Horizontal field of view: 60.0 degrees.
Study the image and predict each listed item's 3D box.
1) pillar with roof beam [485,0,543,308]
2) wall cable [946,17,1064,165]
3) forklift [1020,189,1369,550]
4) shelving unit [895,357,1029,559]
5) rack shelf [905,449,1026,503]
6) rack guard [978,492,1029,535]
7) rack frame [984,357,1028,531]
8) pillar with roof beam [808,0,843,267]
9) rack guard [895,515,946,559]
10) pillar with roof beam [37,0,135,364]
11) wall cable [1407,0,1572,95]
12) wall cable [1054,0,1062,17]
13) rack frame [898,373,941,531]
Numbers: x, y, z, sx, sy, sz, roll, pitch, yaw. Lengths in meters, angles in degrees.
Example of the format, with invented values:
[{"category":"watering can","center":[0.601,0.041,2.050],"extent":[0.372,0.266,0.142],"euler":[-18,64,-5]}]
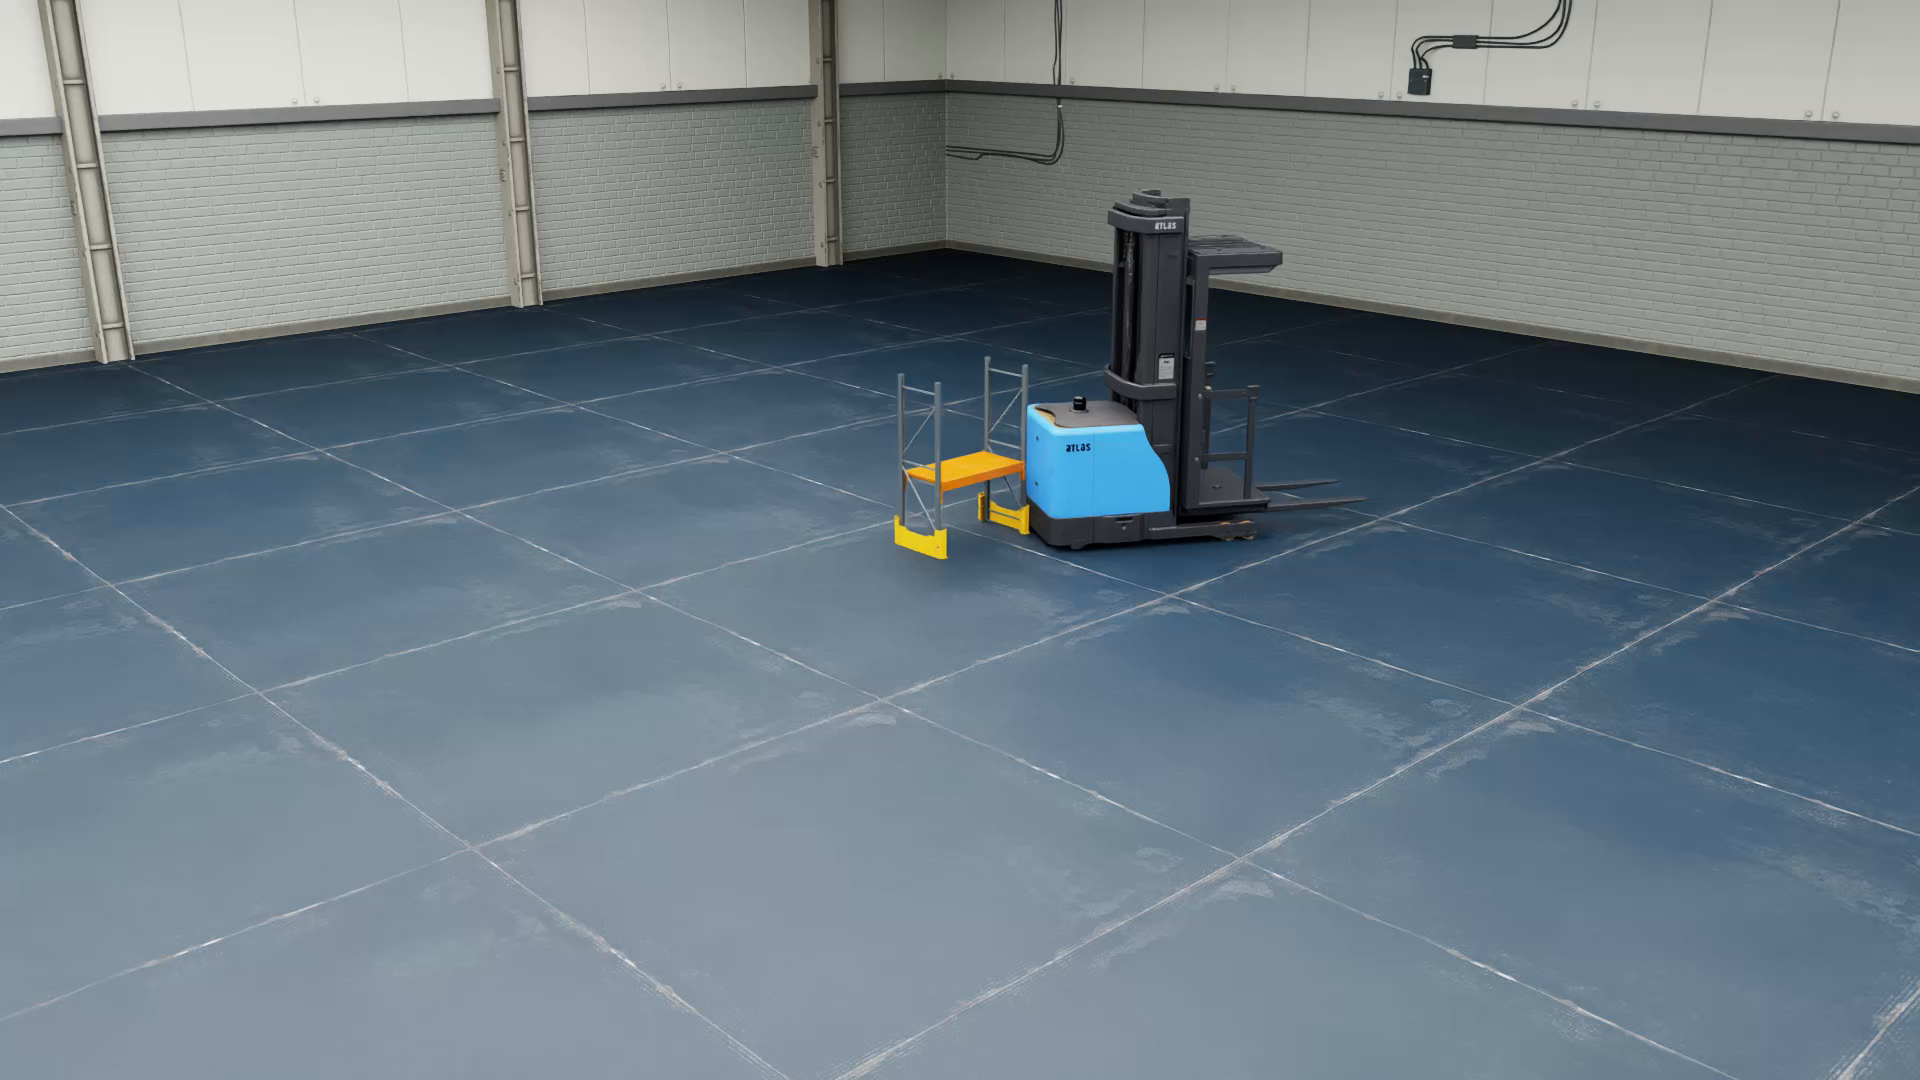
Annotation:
[{"category":"pillar with roof beam","center":[-3.732,-6.947,21.319],"extent":[0.400,9.000,9.100],"euler":[-16,24,-41]},{"category":"wall cable","center":[0.719,-8.034,29.707],"extent":[0.112,2.526,3.097],"euler":[-16,24,-41]},{"category":"forklift","center":[2.114,-1.537,14.473],"extent":[3.031,2.935,1.130],"euler":[-4,18,-13]},{"category":"shelving unit","center":[0.025,-0.728,14.297],"extent":[1.083,1.500,0.587],"euler":[-16,24,-41]},{"category":"rack shelf","center":[0.032,-0.558,14.358],"extent":[1.000,0.185,0.538],"euler":[-16,24,-41]},{"category":"rack guard","center":[0.387,-0.239,14.815],"extent":[0.087,0.250,0.587],"euler":[-16,24,-41]},{"category":"rack frame","center":[0.401,-0.837,14.635],"extent":[0.032,1.500,0.500],"euler":[-16,24,-41]},{"category":"pillar with roof beam","center":[0.627,-8.218,25.241],"extent":[0.400,9.000,9.100],"euler":[-16,24,-41]},{"category":"rack guard","center":[-0.337,-0.028,14.164],"extent":[0.087,0.250,0.587],"euler":[-16,24,-41]},{"category":"pillar with roof beam","center":[-8.092,-5.675,17.398],"extent":[0.400,9.000,9.100],"euler":[-16,24,-41]},{"category":"wall cable","center":[7.230,-8.998,22.131],"extent":[0.169,6.003,2.305],"euler":[-16,24,-41]},{"category":"wall cable","center":[2.577,-9.830,27.058],"extent":[0.112,2.526,3.097],"euler":[-16,24,-41]},{"category":"rack frame","center":[-0.338,-0.622,13.971],"extent":[0.032,1.500,0.500],"euler":[-16,24,-41]}]
